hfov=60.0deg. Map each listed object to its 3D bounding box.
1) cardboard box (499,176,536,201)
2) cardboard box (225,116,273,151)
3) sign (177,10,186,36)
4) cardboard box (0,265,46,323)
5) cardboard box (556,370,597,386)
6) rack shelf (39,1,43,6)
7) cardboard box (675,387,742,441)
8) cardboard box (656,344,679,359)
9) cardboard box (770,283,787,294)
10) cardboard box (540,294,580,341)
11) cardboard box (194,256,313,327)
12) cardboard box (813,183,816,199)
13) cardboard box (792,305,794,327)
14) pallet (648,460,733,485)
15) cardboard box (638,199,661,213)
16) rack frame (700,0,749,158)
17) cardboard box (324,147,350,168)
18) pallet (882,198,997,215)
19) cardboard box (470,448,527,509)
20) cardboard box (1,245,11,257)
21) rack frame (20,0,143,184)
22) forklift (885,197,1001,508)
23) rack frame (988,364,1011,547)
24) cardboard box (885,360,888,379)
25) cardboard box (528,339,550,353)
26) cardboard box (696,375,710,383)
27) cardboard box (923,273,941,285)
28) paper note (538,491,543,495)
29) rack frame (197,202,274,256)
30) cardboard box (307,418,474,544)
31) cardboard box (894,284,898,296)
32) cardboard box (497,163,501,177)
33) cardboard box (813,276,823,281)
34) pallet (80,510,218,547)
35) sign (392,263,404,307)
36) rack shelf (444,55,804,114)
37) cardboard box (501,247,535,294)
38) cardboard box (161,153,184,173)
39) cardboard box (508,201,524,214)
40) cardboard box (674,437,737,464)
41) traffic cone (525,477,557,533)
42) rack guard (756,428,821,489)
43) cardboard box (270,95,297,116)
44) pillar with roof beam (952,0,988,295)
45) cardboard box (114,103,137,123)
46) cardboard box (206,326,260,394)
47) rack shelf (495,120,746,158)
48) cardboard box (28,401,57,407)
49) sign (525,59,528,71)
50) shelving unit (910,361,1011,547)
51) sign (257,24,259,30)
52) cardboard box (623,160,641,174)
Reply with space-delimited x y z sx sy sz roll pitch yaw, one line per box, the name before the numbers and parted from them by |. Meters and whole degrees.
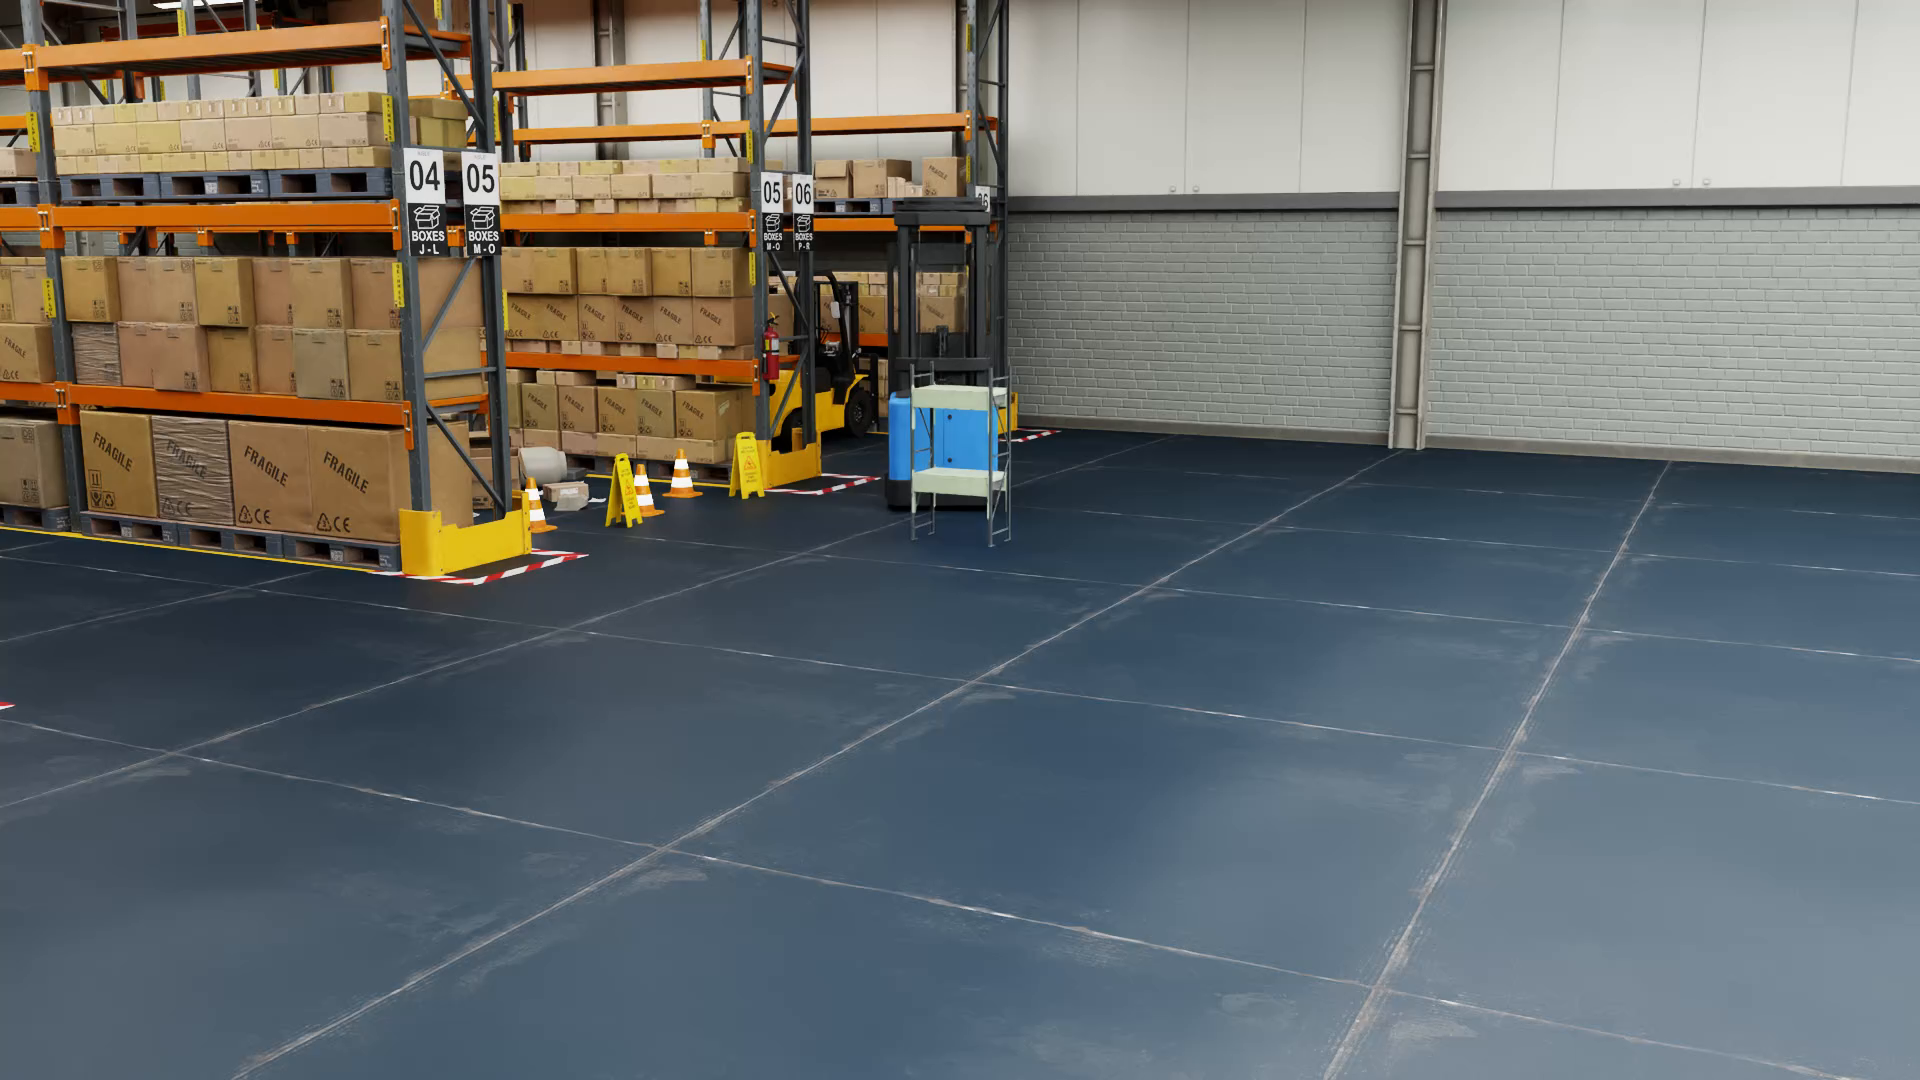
cardboard box | -4.679 -3.845 18.216 0.500 0.250 0.500 5 11 25
cardboard box | -5.393 -3.178 13.070 0.500 0.250 0.500 5 11 25
sign | -9.249 -6.130 19.765 0.005 0.325 0.100 5 11 26
cardboard box | -8.429 -2.235 15.069 0.500 0.500 0.700 5 11 25
cardboard box | -4.220 -1.786 18.289 0.250 0.149 0.380 6 12 29
rack shelf | -10.800 -7.120 20.992 4.000 0.370 1.077 5 11 26
cardboard box | -2.666 -1.343 17.664 0.500 0.500 0.500 5 11 26
cardboard box | -3.003 -2.012 17.629 0.250 0.149 0.380 5 12 27
cardboard box | -2.390 -3.441 22.717 0.250 0.149 0.380 5 12 27
cardboard box | -4.243 -2.453 18.245 0.500 0.500 0.500 5 11 25
cardboard box | -5.757 -2.056 13.716 0.500 0.550 0.875 5 11 26
cardboard box | -2.030 -4.707 22.312 0.258 0.266 0.396 5 11 24
cardboard box | -2.015 -3.101 22.663 0.500 0.500 0.500 5 11 25
pallet | -2.613 -0.802 18.071 1.213 0.211 1.003 5 11 26
cardboard box | -3.179 -3.518 17.529 0.250 0.149 0.380 5 11 25
rack frame | -3.227 -6.159 22.993 0.127 3.000 1.000 5 11 26
cardboard box | -4.606 -2.901 12.657 0.250 0.149 0.380 5 11 26
pallet | -0.262 -4.384 21.857 1.213 0.211 1.003 5 11 26
cardboard box | -4.528 -0.604 16.157 0.637 0.503 0.797 -2 11 -14
cardboard box | -13.011 -3.878 22.326 0.250 0.149 0.380 5 11 25
rack frame | -7.519 -4.568 14.199 0.127 3.000 1.000 5 11 26
forklift | -0.184 -1.963 16.847 1.130 2.935 3.031 0 10 -1
rack frame | 0.334 -0.709 13.934 0.023 1.500 0.400 5 11 26
cardboard box | -0.651 -2.263 22.047 0.500 0.250 0.500 5 12 27
cardboard box | -4.571 -2.162 18.457 0.250 0.149 0.380 5 12 28
cardboard box | -3.699 -2.285 23.919 0.625 0.625 0.875 6 12 28
cardboard box | -0.289 -3.416 21.743 0.250 0.149 0.380 5 11 26
paper note | -4.256 -0.480 16.827 0.148 0.019 0.142 -10 14 -43
rack frame | -9.007 -2.729 20.887 0.127 3.000 1.000 5 11 26
cardboard box | -4.569 -0.504 13.381 0.875 0.875 0.875 5 11 26
cardboard box | -0.740 -3.310 21.993 0.250 0.149 0.380 5 11 25
cardboard box | -5.035 -4.066 18.317 0.250 0.149 0.380 5 12 28
cardboard box | -1.882 -3.560 22.543 0.250 0.149 0.380 5 11 26
pallet | -6.872 -0.171 14.582 1.213 0.211 1.003 5 11 26
sign | -4.185 -1.901 12.395 0.005 0.325 0.100 5 11 26
rack shelf | -3.626 -4.853 17.805 4.000 0.370 1.077 5 11 26
cardboard box | -4.673 -2.989 18.397 0.500 0.500 0.700 5 11 26
cardboard box | -6.200 -3.041 13.431 0.250 0.149 0.380 5 11 26
cardboard box | -4.767 -3.671 18.375 0.250 0.149 0.380 5 11 26
cardboard box | -2.698 -0.975 17.737 0.500 0.250 0.500 5 11 26
traffic cone | -3.780 -0.321 14.702 0.334 0.463 0.336 5 11 26
rack guard | -1.901 -0.875 17.660 0.348 0.500 1.175 5 11 26
cardboard box | -5.070 -3.334 12.810 0.250 0.149 0.380 5 12 27
pillar with roof beam | -1.770 -5.355 18.551 0.400 9.000 9.100 5 11 26
cardboard box | -6.659 -3.473 13.582 0.250 0.149 0.380 5 11 25
cardboard box | -5.728 -1.535 13.869 0.500 0.550 0.875 5 11 26
rack shelf | -5.020 -5.766 23.964 4.000 0.370 1.077 5 11 26
cardboard box | -12.002 -2.169 22.581 0.875 0.875 0.875 5 12 28
sign | -6.571 -7.101 25.129 0.005 0.325 0.100 5 11 26
shelving unit | 0.006 -0.737 14.094 0.755 1.500 0.431 5 11 26
sign | -8.775 -6.267 20.746 0.005 0.325 0.100 5 11 26
cardboard box | -3.361 -3.940 17.622 0.250 0.149 0.380 5 11 24
